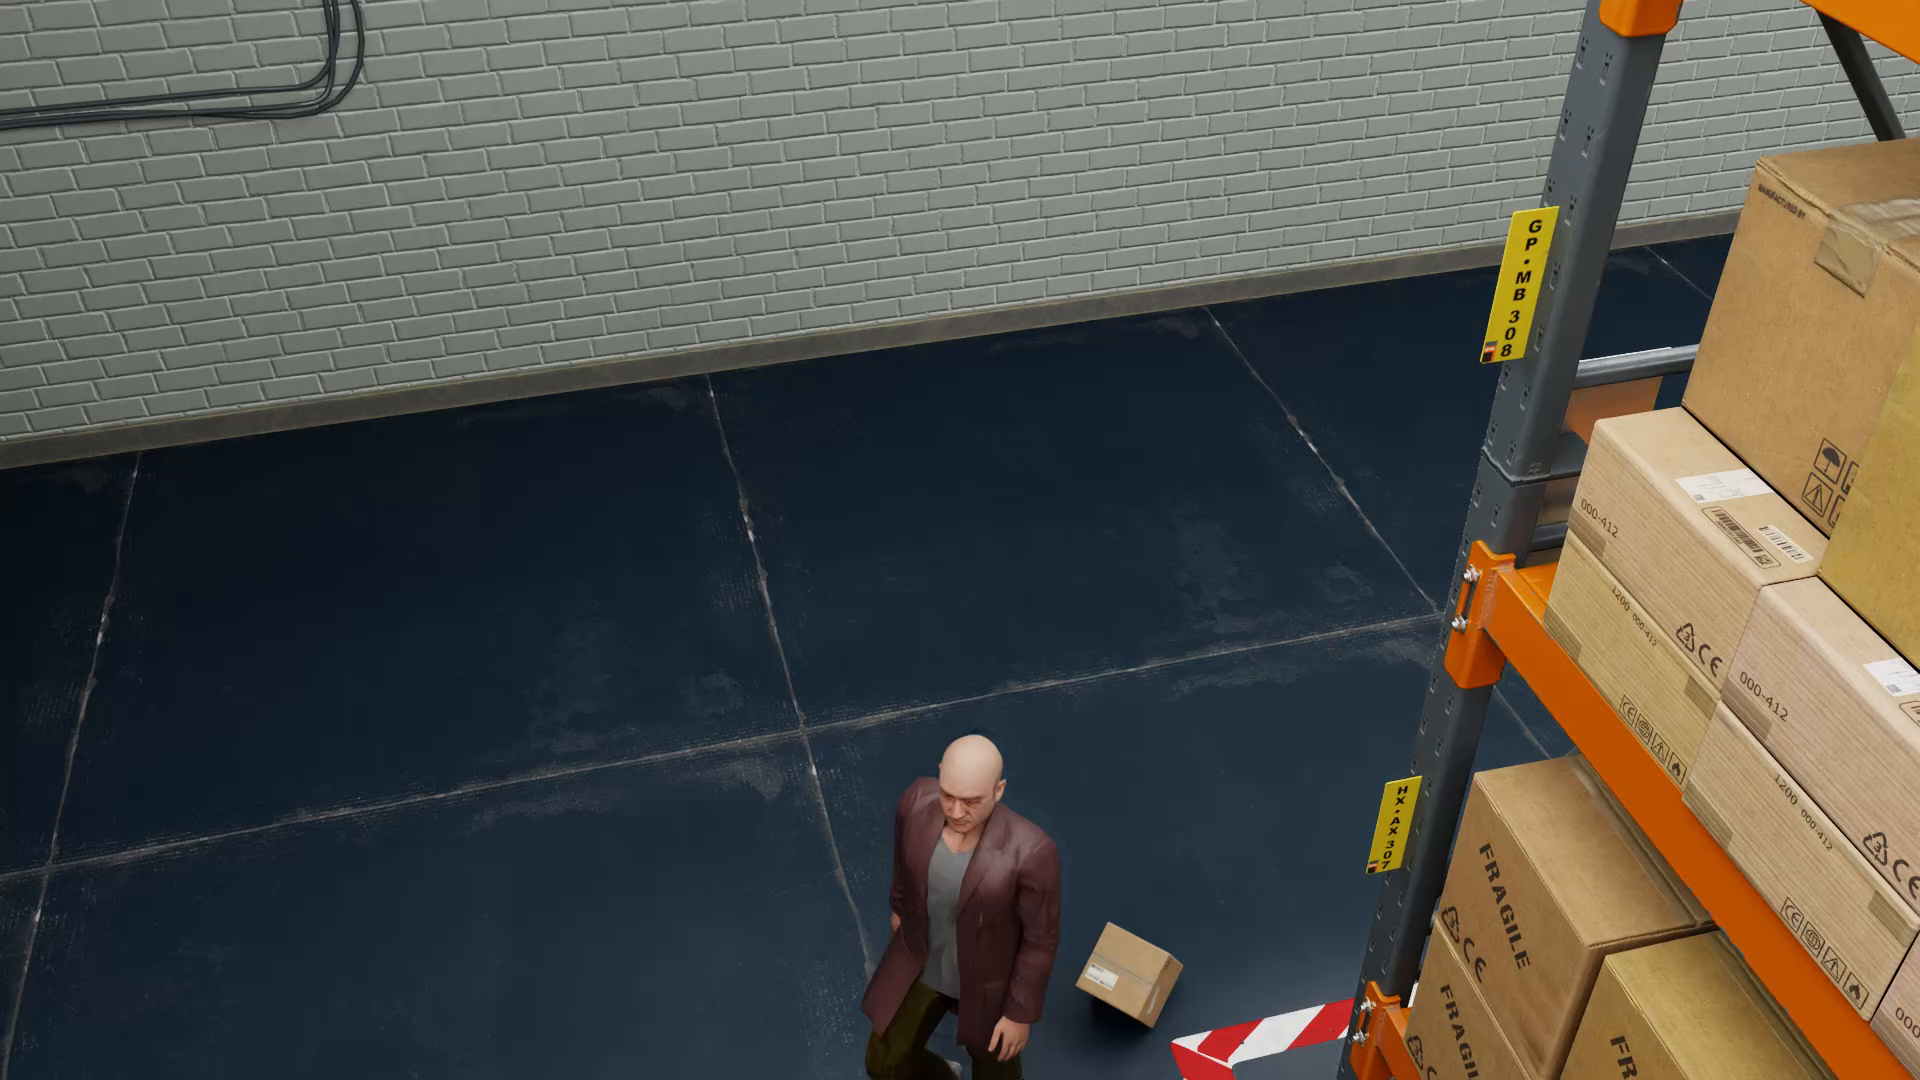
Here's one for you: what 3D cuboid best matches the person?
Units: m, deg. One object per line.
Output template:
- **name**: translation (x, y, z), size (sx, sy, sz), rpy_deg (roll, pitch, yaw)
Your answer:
- **person**: translation (0.001, 1.305, 5.036), size (0.620, 1.833, 0.541), rpy_deg (17, 41, 21)
